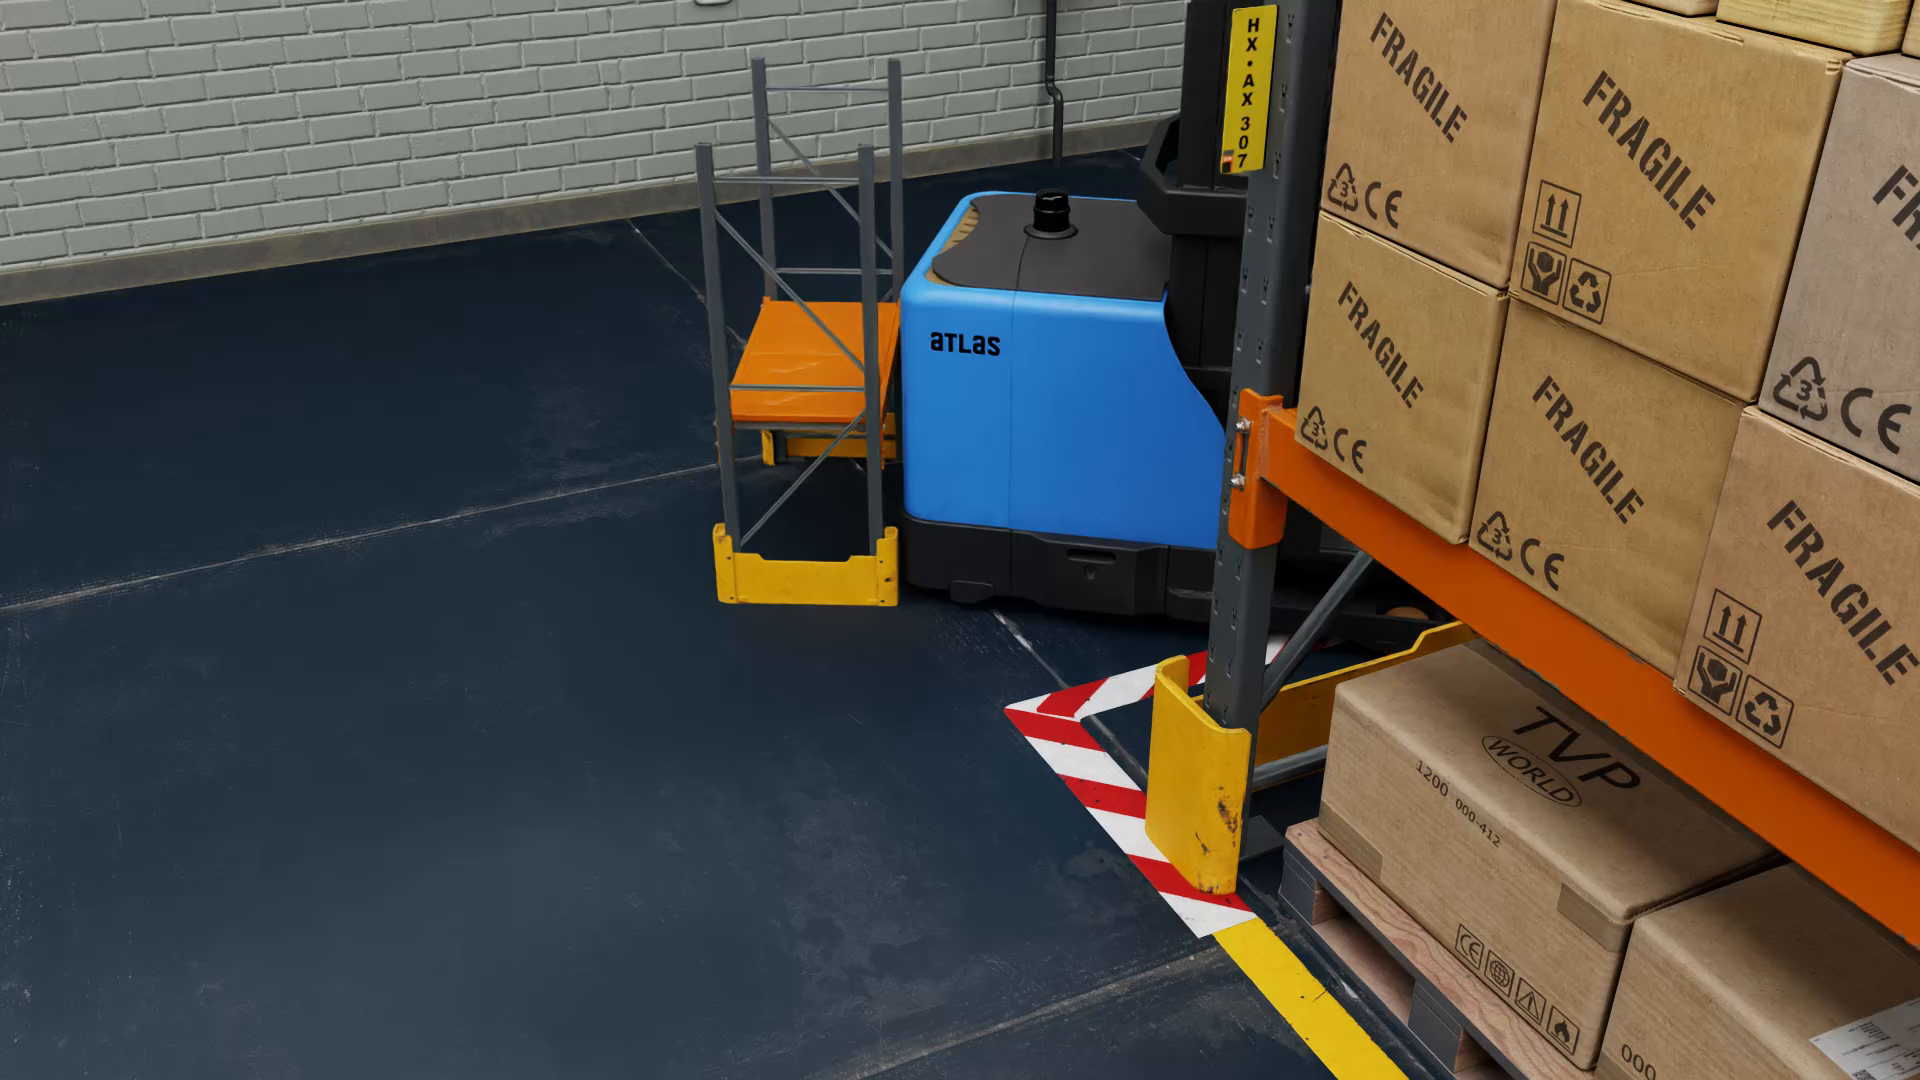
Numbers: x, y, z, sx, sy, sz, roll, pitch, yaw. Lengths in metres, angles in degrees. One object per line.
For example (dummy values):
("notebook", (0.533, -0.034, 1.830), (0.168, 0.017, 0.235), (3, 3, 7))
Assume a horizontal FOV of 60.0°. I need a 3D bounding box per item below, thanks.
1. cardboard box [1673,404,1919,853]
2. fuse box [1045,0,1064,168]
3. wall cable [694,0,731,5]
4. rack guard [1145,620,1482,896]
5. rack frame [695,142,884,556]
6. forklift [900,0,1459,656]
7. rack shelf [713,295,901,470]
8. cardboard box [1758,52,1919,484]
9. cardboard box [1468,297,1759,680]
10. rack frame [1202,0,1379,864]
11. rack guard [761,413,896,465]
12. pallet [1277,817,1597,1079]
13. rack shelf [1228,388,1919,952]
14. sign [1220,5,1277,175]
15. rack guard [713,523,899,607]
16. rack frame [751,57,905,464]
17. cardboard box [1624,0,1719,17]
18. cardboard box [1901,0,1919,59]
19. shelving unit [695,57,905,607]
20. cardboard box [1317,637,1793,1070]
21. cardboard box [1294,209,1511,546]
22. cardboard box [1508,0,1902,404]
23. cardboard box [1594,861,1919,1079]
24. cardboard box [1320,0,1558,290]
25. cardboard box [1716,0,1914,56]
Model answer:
("cardboard box", (1.469, 0.080, 2.439), (0.500, 0.500, 0.500), (-13, 32, -22))
("fuse box", (0.596, -2.896, 9.165), (0.539, 1.711, 0.414), (-13, 32, -22))
("wall cable", (-1.364, -3.538, 7.922), (0.585, 1.953, 0.123), (-13, 32, -22))
("rack guard", (1.067, 0.484, 4.375), (1.175, 0.500, 0.348), (-13, 32, -22))
("rack frame", (-0.493, -0.456, 5.029), (0.500, 1.500, 0.032), (1, 29, 2))
("forklift", (1.378, -1.171, 4.842), (3.031, 2.935, 1.130), (6, 30, 10))
("rack shelf", (-0.470, -0.547, 5.560), (0.538, 0.185, 1.000), (1, 29, 2))
("cardboard box", (1.482, -0.351, 2.184), (0.500, 0.500, 0.500), (-13, 32, -22))
("cardboard box", (1.267, -0.149, 2.846), (0.500, 0.500, 0.500), (-14, 32, -23))
("rack frame", (1.077, -0.595, 3.745), (1.000, 3.000, 0.127), (-13, 32, -22))
("rack guard", (-0.447, -0.407, 6.220), (0.587, 0.250, 0.087), (1, 29, 2))
("pallet", (1.491, 0.958, 3.826), (1.003, 0.211, 1.213), (-13, 32, -22))
("rack shelf", (1.936, 0.602, 2.345), (1.077, 0.370, 4.000), (-13, 32, -22))
("sign", (0.574, -0.893, 3.310), (0.100, 0.325, 0.005), (-13, 32, -22))
("rack guard", (-0.492, 0.080, 5.352), (0.587, 0.250, 0.087), (1, 29, 2))
("rack frame", (-0.447, -0.952, 5.915), (0.500, 1.500, 0.032), (1, 29, 2))
("cardboard box", (1.165, -0.903, 2.506), (0.380, 0.149, 0.250), (-12, 31, -20))
("cardboard box", (1.454, -0.686, 2.118), (0.380, 0.149, 0.250), (-13, 32, -22))
("shelving unit", (-0.470, -0.708, 5.480), (0.587, 1.500, 1.083), (1, 29, 2))
("cardboard box", (1.451, 0.610, 3.786), (0.875, 0.438, 0.875), (-14, 32, -24))
("cardboard box", (1.024, -0.366, 3.234), (0.500, 0.500, 0.500), (-13, 32, -22))
("cardboard box", (1.254, -0.576, 2.586), (0.500, 0.500, 0.500), (-14, 32, -23))
("cardboard box", (1.852, 1.012, 3.068), (0.875, 0.438, 0.875), (-12, 32, -21))
("cardboard box", (1.026, -0.803, 2.991), (0.500, 0.500, 0.500), (-14, 32, -23))
("cardboard box", (1.294, -0.791, 2.306), (0.380, 0.149, 0.250), (-14, 32, -24))
